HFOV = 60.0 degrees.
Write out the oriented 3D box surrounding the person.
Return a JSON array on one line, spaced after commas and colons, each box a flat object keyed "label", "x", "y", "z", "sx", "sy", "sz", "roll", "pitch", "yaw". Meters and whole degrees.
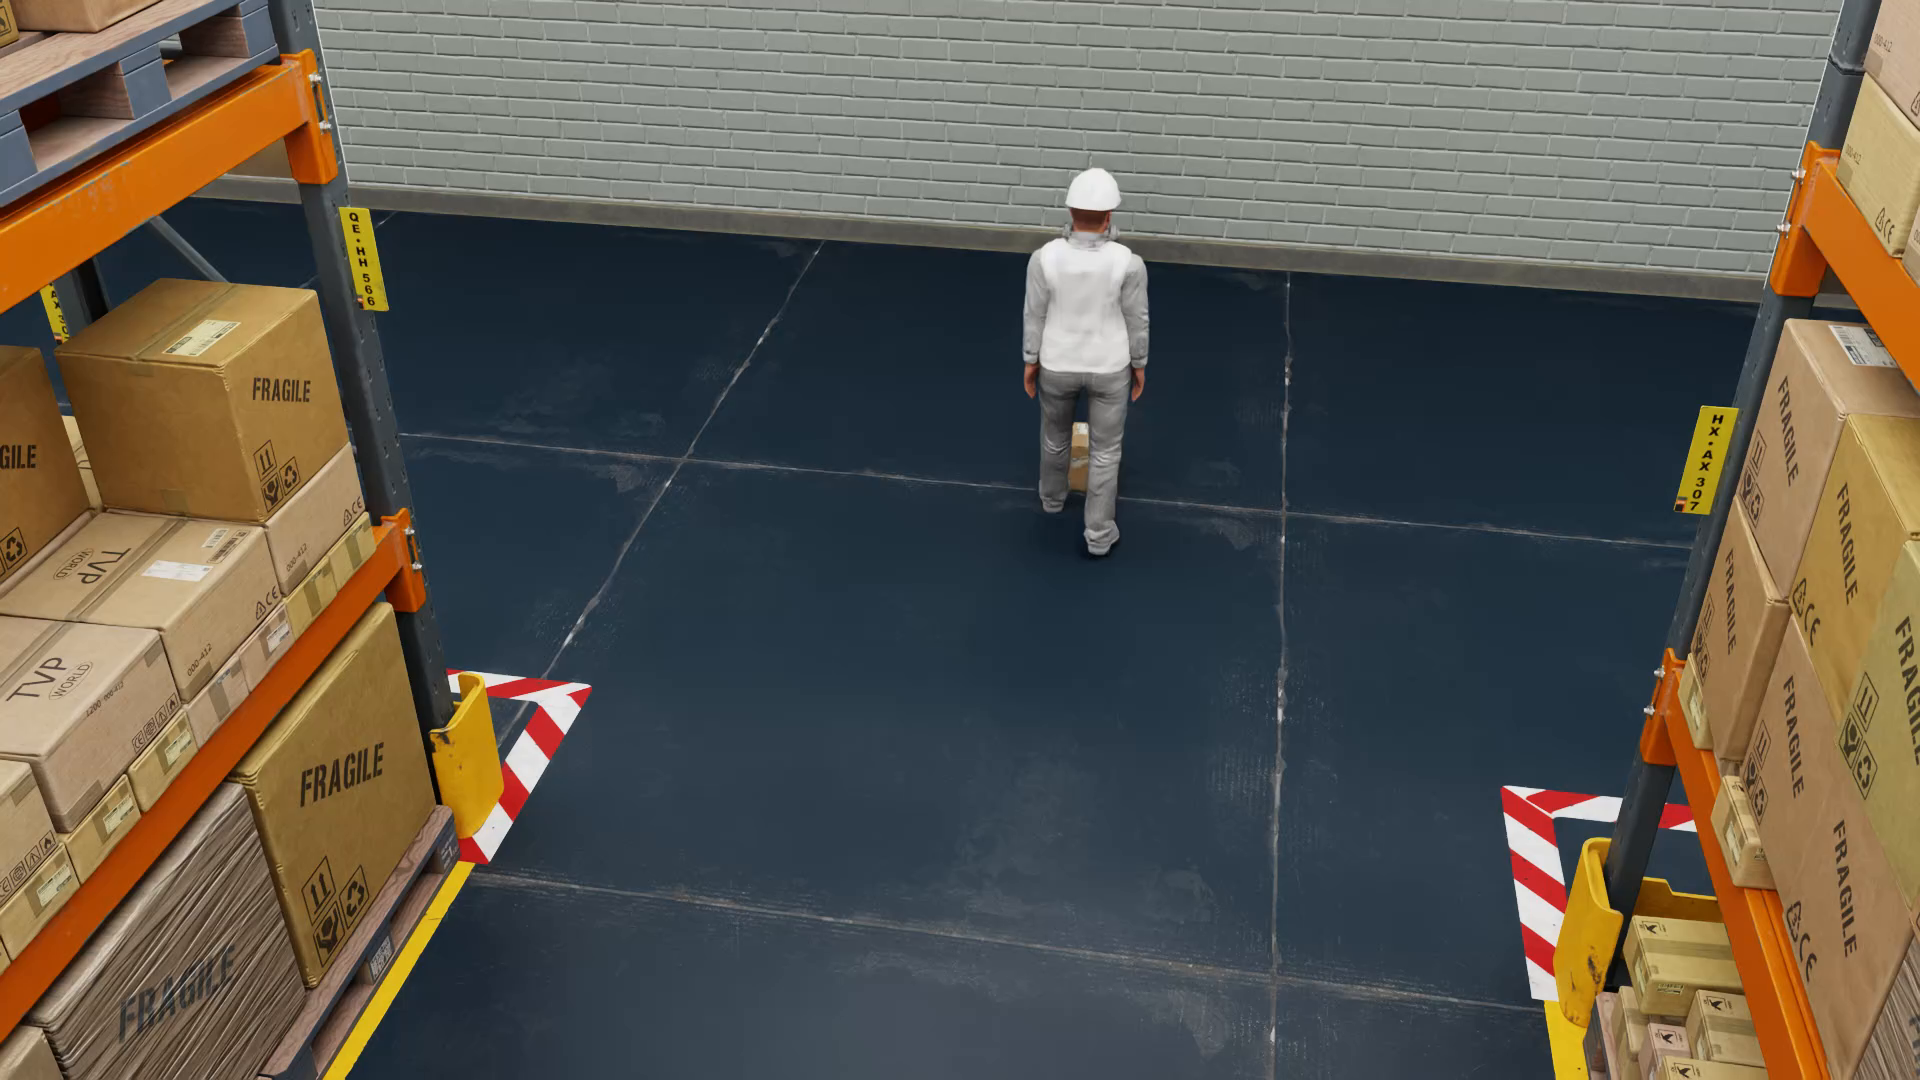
[{"label": "person", "x": 0.566, "y": -0.829, "z": 7.433, "sx": 0.553, "sy": 1.766, "sz": 0.684, "roll": 5, "pitch": 33, "yaw": 8}]
